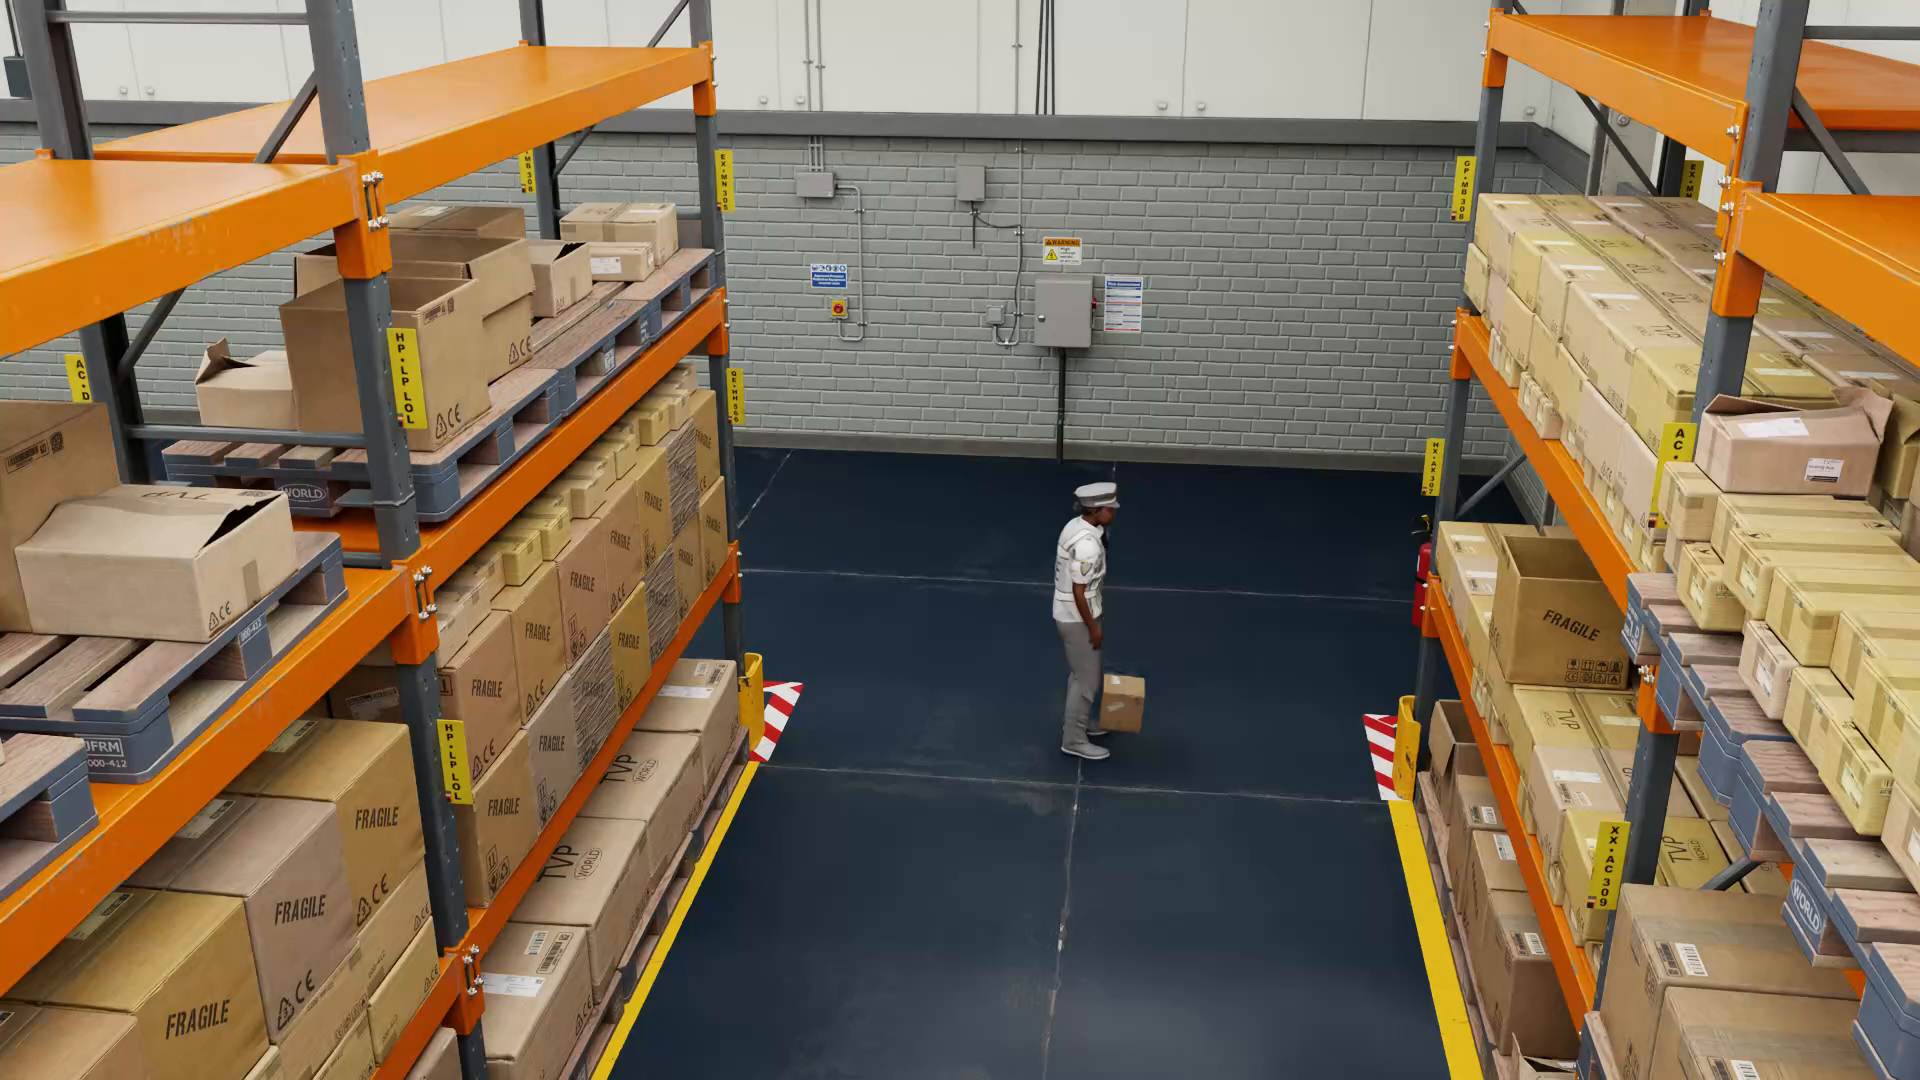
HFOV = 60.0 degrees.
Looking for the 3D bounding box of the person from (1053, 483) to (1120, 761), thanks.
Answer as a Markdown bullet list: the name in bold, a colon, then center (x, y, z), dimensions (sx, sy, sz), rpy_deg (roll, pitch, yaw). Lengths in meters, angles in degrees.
- **person**: center (0.739, 0.460, 9.899), dimensions (0.378, 1.664, 0.500), rpy_deg (2, 21, 5)
